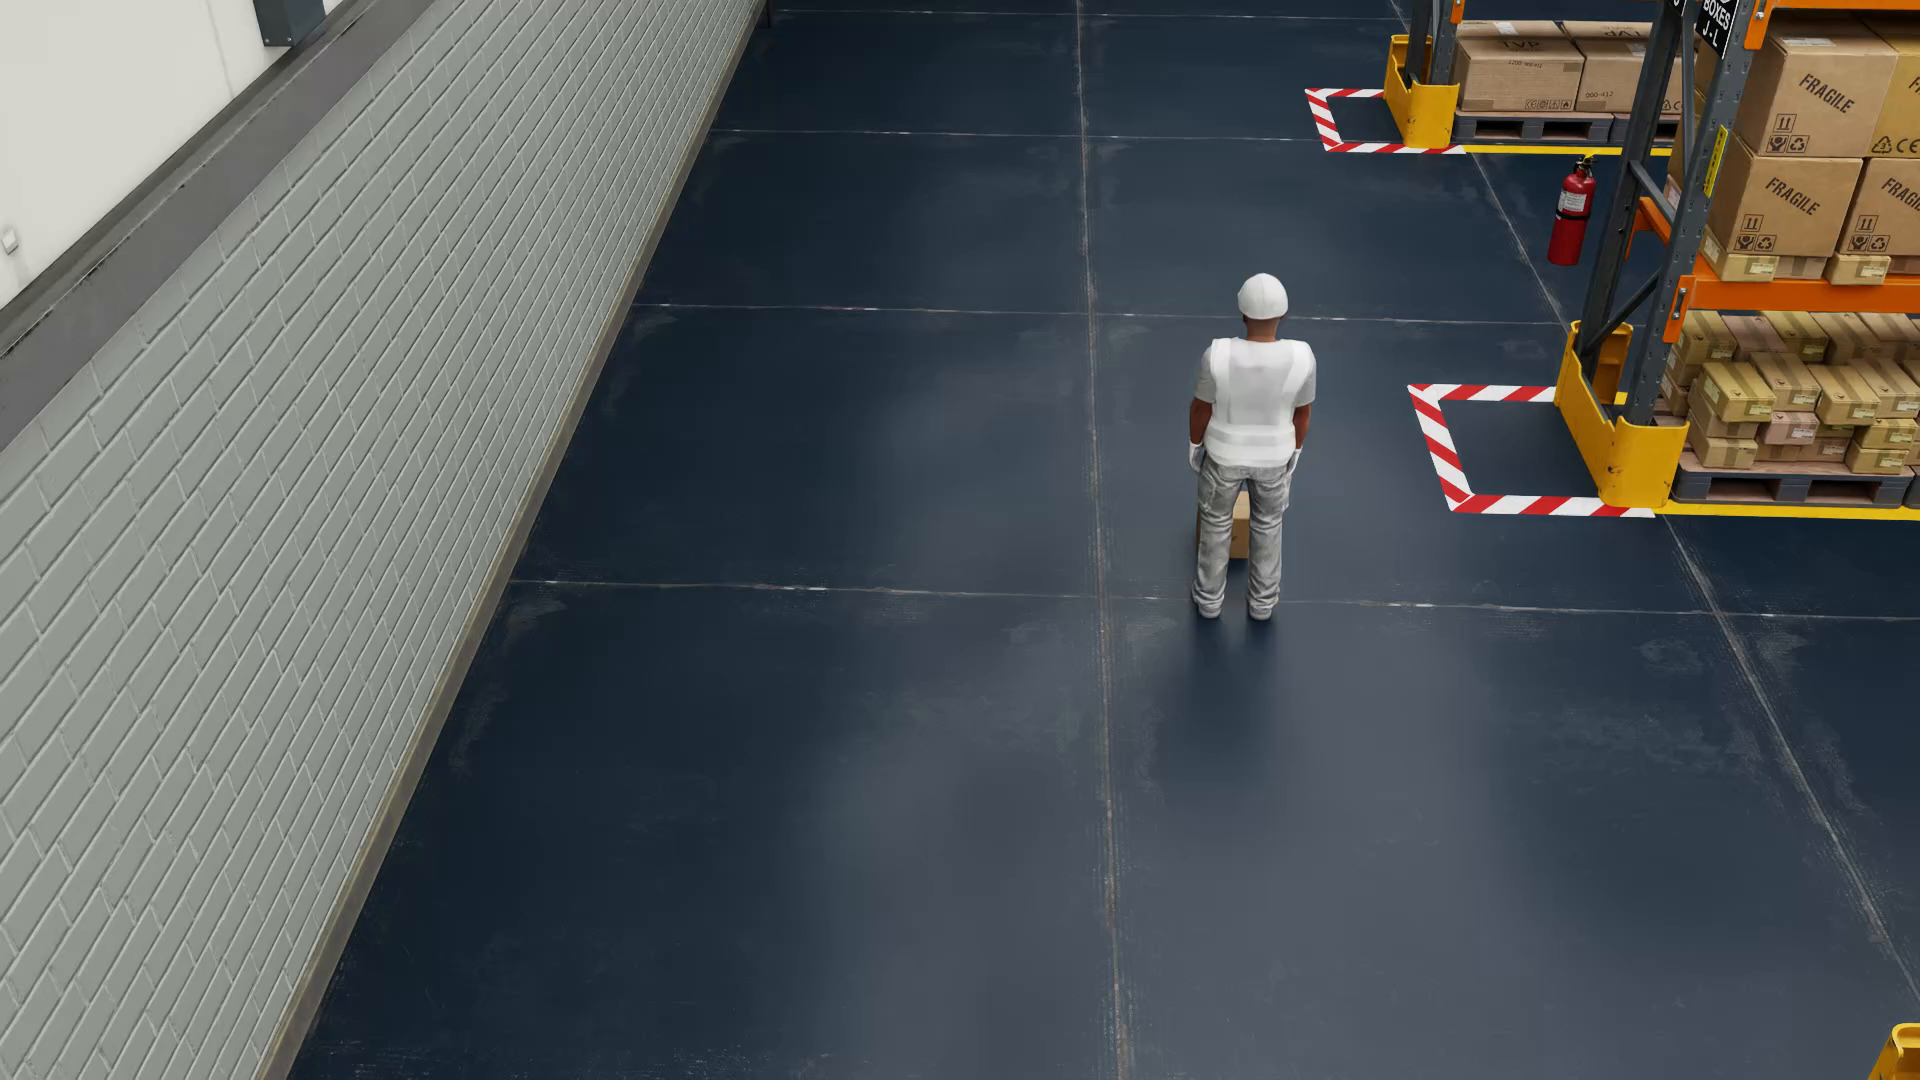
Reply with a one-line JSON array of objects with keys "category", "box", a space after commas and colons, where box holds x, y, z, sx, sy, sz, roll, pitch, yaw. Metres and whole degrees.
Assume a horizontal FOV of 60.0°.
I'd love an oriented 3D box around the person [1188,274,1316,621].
[{"category": "person", "box": [1.319, -0.412, 7.683, 0.546, 1.780, 0.350, 2, 35, 3]}]
